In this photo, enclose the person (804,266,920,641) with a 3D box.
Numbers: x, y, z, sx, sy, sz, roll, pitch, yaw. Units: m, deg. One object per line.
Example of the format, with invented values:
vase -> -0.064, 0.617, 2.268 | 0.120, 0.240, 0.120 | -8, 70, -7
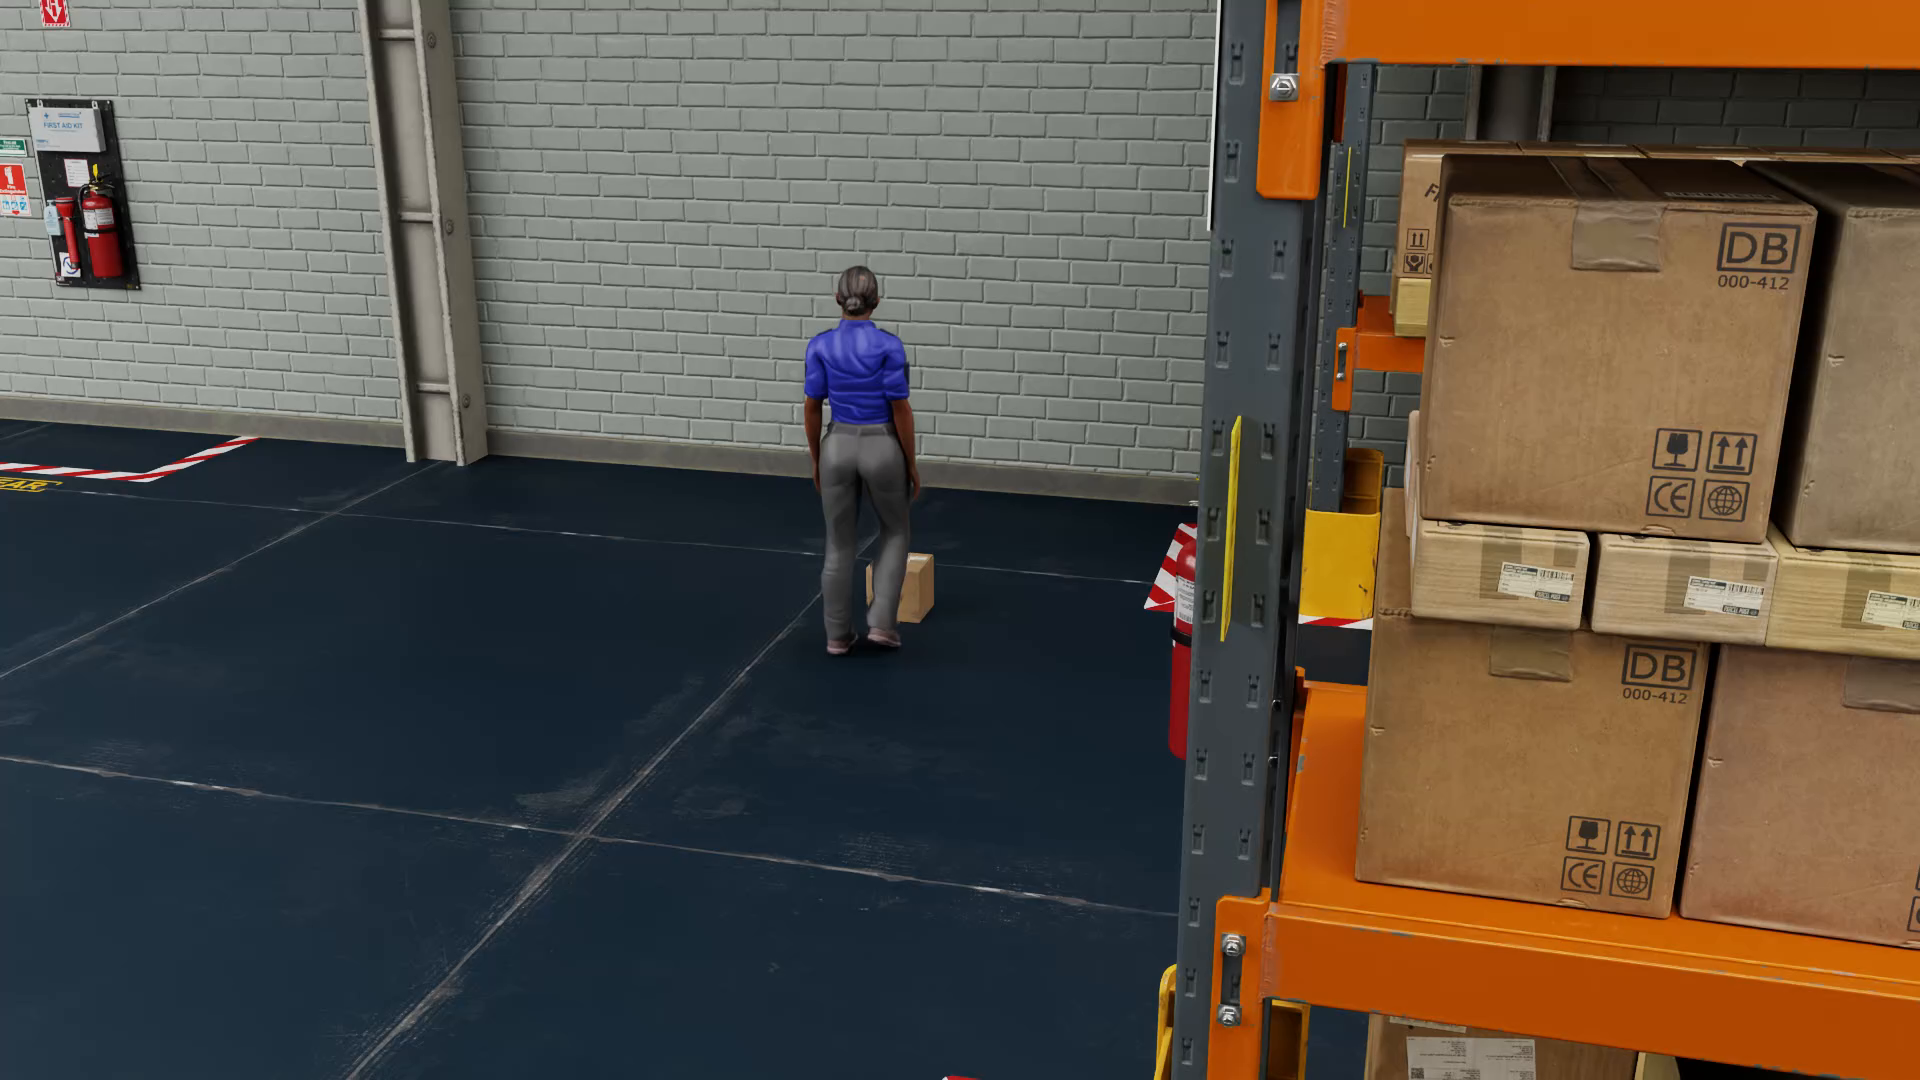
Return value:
person -> -0.403, -0.360, 6.966 | 0.485, 1.589, 0.343 | 2, 19, 7
